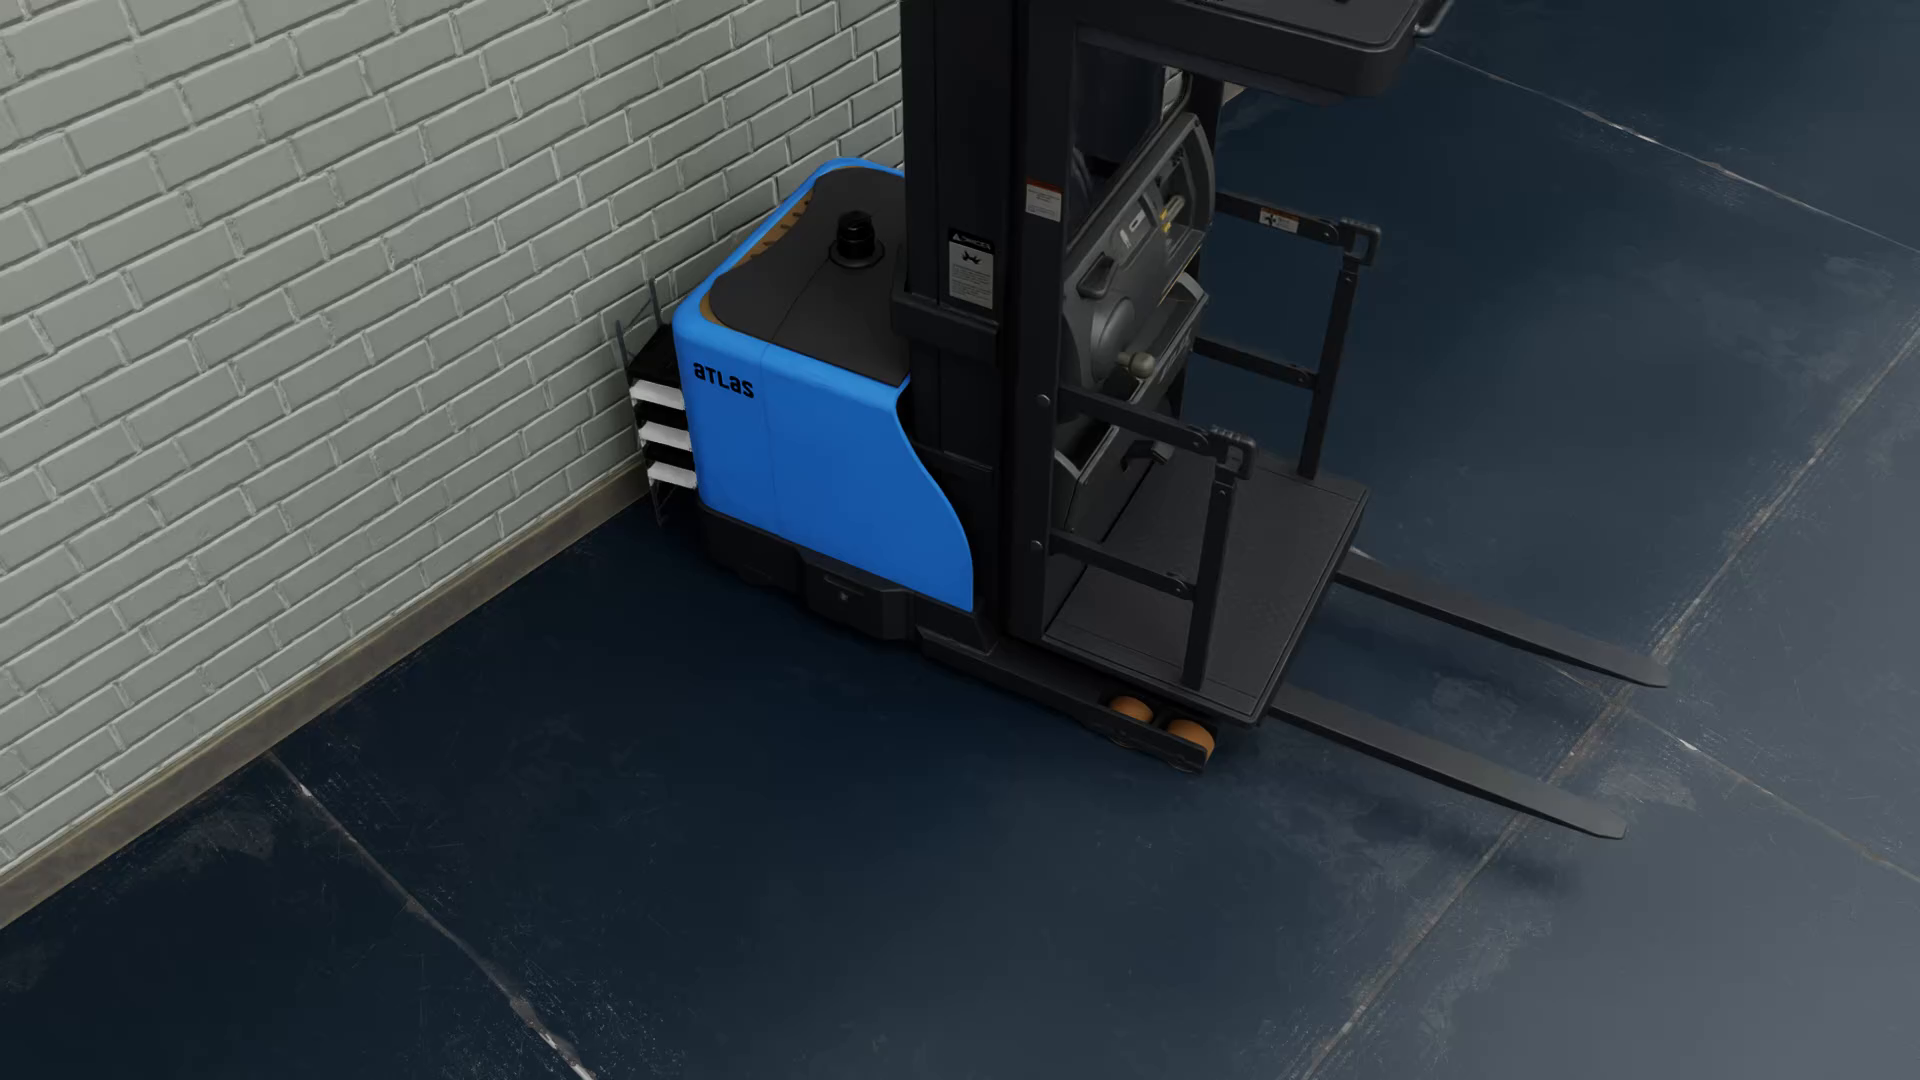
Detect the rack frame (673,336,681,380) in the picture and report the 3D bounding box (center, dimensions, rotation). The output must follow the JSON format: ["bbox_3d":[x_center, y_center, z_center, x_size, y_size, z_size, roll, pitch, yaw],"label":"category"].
[{"bbox_3d":[-0.825,-0.391,5.494,0.006,0.900,0.240,15,49,15],"label":"rack frame"}]

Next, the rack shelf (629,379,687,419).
[{"bbox_3d":[-0.923,-0.518,5.414,0.200,0.077,0.258,15,49,15],"label":"rack shelf"}]

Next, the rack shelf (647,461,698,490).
[{"bbox_3d":[-0.915,-0.269,5.675,0.200,0.077,0.258,15,49,15],"label":"rack shelf"}]

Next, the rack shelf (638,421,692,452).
[{"bbox_3d":[-0.919,-0.393,5.545,0.200,0.077,0.258,15,49,15],"label":"rack shelf"}]

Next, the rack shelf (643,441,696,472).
[{"bbox_3d":[-0.917,-0.331,5.610,0.200,0.077,0.258,15,49,15],"label":"rack shelf"}]

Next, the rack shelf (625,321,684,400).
[{"bbox_3d":[-0.924,-0.580,5.349,0.200,0.077,0.258,15,49,15],"label":"rack shelf"}]

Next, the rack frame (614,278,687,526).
[{"bbox_3d":[-1.014,-0.442,5.547,0.006,0.900,0.240,15,49,15],"label":"rack frame"}]

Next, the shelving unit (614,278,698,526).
[{"bbox_3d":[-0.920,-0.416,5.520,0.210,0.900,0.258,15,49,15],"label":"shelving unit"}]

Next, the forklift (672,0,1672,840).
[{"bbox_3d":[0.673,-0.742,4.436,3.031,2.935,1.130,21,50,19],"label":"forklift"}]

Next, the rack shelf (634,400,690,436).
[{"bbox_3d":[-0.921,-0.455,5.479,0.200,0.077,0.258,15,49,15],"label":"rack shelf"}]
